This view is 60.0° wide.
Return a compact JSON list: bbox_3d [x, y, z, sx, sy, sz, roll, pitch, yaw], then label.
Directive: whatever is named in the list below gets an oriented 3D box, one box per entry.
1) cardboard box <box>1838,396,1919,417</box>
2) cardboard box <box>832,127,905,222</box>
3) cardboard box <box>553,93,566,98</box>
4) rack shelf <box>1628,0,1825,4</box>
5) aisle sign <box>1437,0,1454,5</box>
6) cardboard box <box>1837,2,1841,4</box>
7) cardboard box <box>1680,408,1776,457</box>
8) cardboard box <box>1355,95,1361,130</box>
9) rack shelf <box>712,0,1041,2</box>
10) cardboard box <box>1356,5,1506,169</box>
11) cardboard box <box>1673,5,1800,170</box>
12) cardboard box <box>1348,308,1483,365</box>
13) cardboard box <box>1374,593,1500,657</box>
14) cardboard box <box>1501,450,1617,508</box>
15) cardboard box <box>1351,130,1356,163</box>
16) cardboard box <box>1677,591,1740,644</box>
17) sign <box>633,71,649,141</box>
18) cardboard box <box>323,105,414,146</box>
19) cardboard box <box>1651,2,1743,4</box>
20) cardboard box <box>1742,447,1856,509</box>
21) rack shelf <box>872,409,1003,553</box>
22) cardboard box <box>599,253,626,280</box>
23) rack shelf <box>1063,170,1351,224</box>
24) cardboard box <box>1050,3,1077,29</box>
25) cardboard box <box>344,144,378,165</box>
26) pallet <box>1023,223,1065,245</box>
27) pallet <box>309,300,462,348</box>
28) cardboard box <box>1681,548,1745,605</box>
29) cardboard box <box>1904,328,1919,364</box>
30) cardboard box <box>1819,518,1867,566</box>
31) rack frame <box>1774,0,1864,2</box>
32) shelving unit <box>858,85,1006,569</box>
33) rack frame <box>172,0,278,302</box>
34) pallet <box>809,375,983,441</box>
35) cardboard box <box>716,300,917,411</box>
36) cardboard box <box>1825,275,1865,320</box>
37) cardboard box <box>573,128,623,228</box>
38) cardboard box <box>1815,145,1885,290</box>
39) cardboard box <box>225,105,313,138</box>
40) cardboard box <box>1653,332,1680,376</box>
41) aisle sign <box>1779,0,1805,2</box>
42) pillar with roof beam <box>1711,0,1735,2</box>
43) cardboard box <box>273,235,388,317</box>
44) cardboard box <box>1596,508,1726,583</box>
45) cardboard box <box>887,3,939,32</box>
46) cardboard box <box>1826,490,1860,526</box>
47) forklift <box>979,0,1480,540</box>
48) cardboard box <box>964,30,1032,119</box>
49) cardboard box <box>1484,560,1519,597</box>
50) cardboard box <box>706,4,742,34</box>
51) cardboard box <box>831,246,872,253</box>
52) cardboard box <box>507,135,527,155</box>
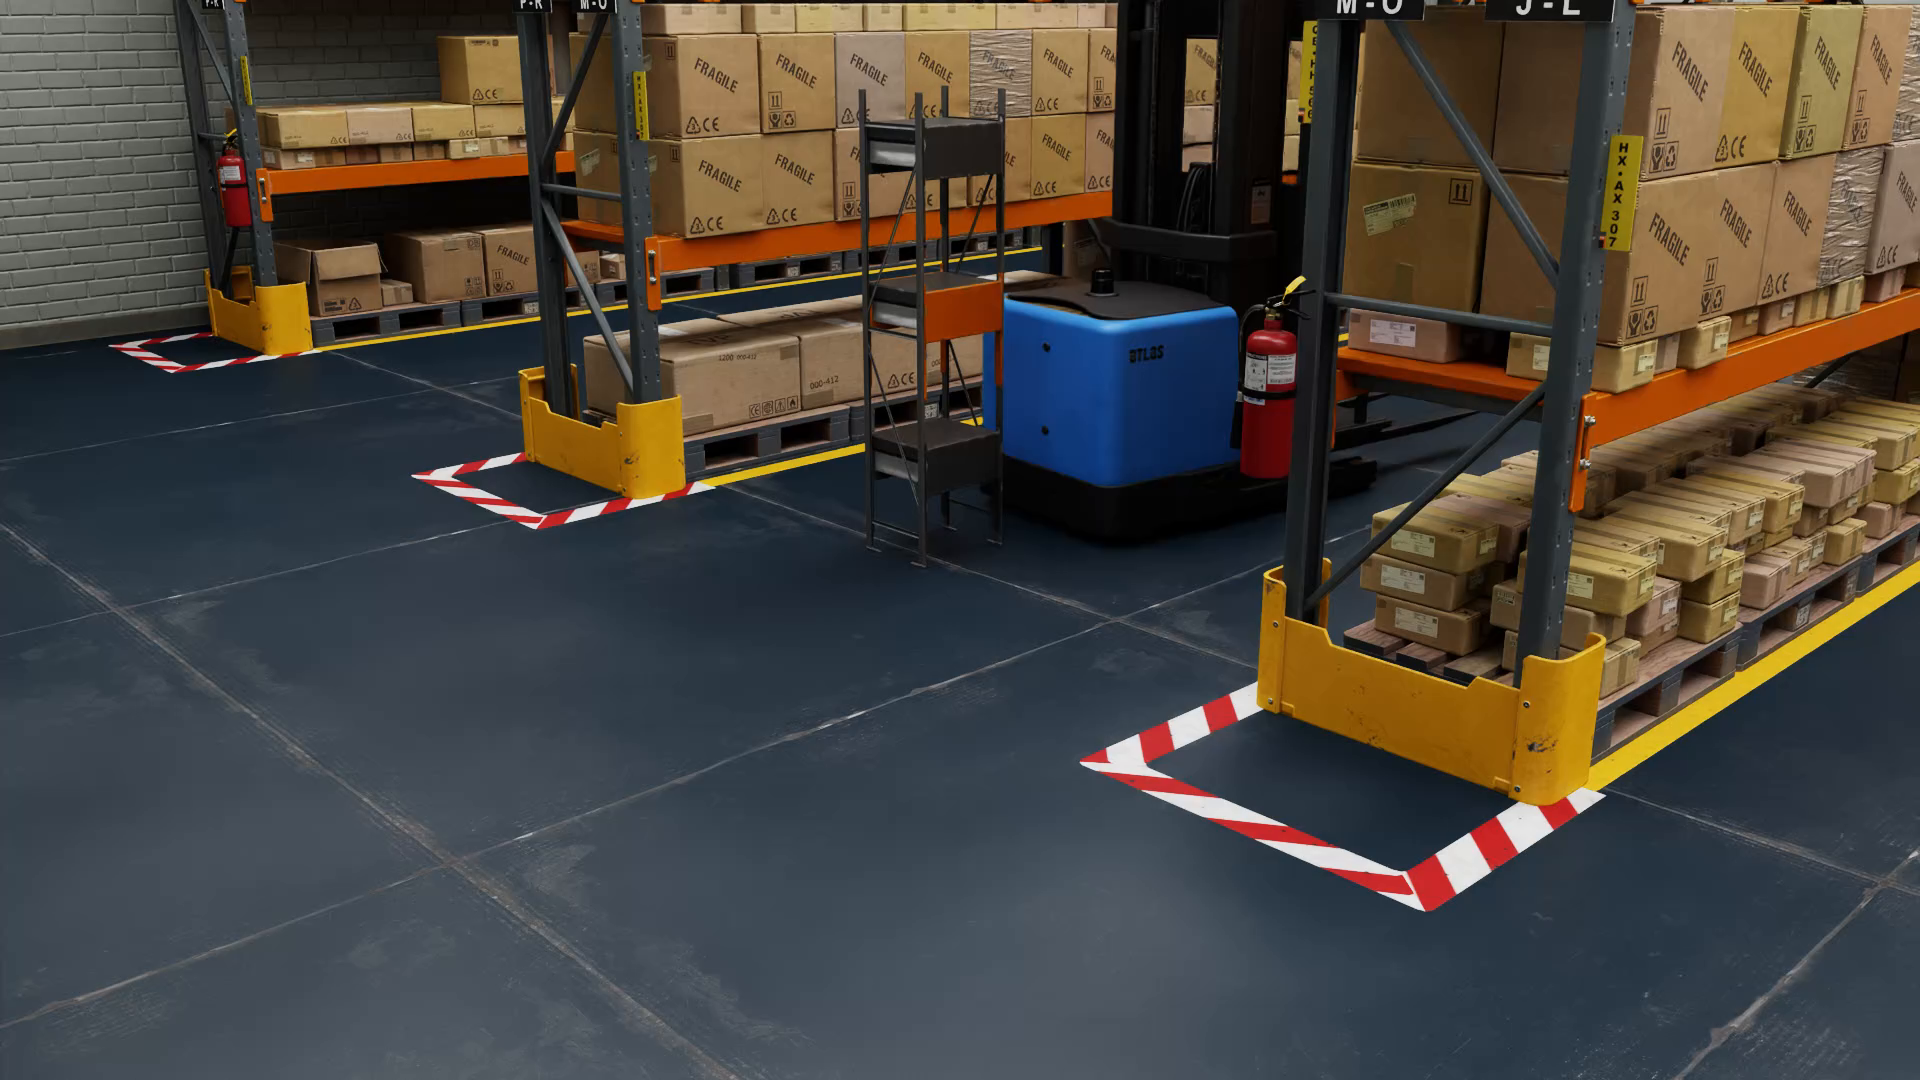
[{"bbox_3d":[4.362,-0.554,7.806,0.250,0.149,0.380,-15,23,-39],"label":"cardboard box"},{"bbox_3d":[-0.663,-2.103,9.446,0.500,0.500,0.500,-16,24,-41],"label":"cardboard box"},{"bbox_3d":[-3.350,-3.678,14.227,0.500,0.250,0.500,-17,24,-41],"label":"cardboard box"},{"bbox_3d":[2.989,-2.222,6.277,4.000,0.370,1.077,-16,24,-41],"label":"rack shelf"},{"bbox_3d":[6.523,-7.488,22.001,0.004,0.787,0.394,-16,24,-41],"label":"aisle sign"},{"bbox_3d":[9.093,-5.594,18.108,0.500,0.500,0.700,-16,24,-40],"label":"cardboard box"},{"bbox_3d":[3.485,-0.491,7.612,0.250,0.149,0.380,-17,25,-42],"label":"cardboard box"},{"bbox_3d":[2.969,-3.281,12.672,0.500,0.250,0.500,-17,25,-42],"label":"cardboard box"},{"bbox_3d":[-0.992,-5.269,15.675,4.000,0.370,1.077,-16,24,-41],"label":"rack shelf"},{"bbox_3d":[1.697,-1.531,5.577,0.500,0.500,0.500,-17,24,-42],"label":"cardboard box"},{"bbox_3d":[2.406,-1.522,5.550,0.500,0.500,0.500,-15,23,-39],"label":"cardboard box"},{"bbox_3d":[1.578,-0.726,5.768,0.250,0.149,0.380,-16,24,-41],"label":"cardboard box"},{"bbox_3d":[1.775,0.285,6.184,0.250,0.149,0.380,-16,24,-40],"label":"cardboard box"},{"bbox_3d":[2.457,-0.243,6.847,0.250,0.149,0.380,-15,23,-39],"label":"cardboard box"},{"bbox_3d":[2.596,-2.930,12.403,0.500,0.250,0.500,-17,24,-42],"label":"cardboard box"},{"bbox_3d":[2.707,0.246,6.303,0.250,0.149,0.380,-16,24,-40],"label":"cardboard box"},{"bbox_3d":[-1.562,-2.125,8.143,0.005,0.325,0.100,-16,24,-41],"label":"sign"},{"bbox_3d":[-4.471,-3.126,12.522,0.500,0.250,0.500,-16,24,-40],"label":"cardboard box"},{"bbox_3d":[7.249,-5.053,16.441,0.500,0.500,0.700,-17,24,-41],"label":"cardboard box"},{"bbox_3d":[3.465,-0.261,6.903,0.380,0.149,0.250,17,24,42],"label":"cardboard box"},{"bbox_3d":[-0.120,-0.285,7.773,0.480,0.518,0.431,-16,24,-41],"label":"rack shelf"},{"bbox_3d":[-2.908,-2.400,14.276,0.258,0.266,0.396,-15,23,-39],"label":"cardboard box"},{"bbox_3d":[2.421,-2.730,12.709,4.000,0.370,1.077,-16,24,-41],"label":"rack shelf"},{"bbox_3d":[0.508,-3.262,10.346,0.250,0.149,0.380,-16,24,-41],"label":"cardboard box"},{"bbox_3d":[-4.605,-2.929,12.563,0.250,0.149,0.380,-17,24,-42],"label":"cardboard box"},{"bbox_3d":[1.086,-3.447,18.275,1.213,0.211,1.003,-16,24,-41],"label":"pallet"},{"bbox_3d":[-4.718,-1.771,13.106,1.213,0.211,1.003,-16,24,-41],"label":"pallet"},{"bbox_3d":[2.708,0.101,6.269,0.250,0.149,0.380,-15,23,-39],"label":"cardboard box"},{"bbox_3d":[5.160,-1.026,8.441,0.500,0.250,0.500,17,24,41],"label":"cardboard box"},{"bbox_3d":[3.639,-0.026,7.142,0.250,0.149,0.380,-16,24,-41],"label":"cardboard box"},{"bbox_3d":[9.687,-5.192,19.133,0.127,3.000,1.000,-16,24,-41],"label":"rack frame"},{"bbox_3d":[-0.120,-0.964,7.553,0.503,2.100,0.431,-16,24,-41],"label":"shelving unit"},{"bbox_3d":[-5.352,-2.913,12.105,0.127,3.000,1.000,-16,24,-41],"label":"rack frame"},{"bbox_3d":[-0.526,-0.919,10.477,1.213,0.211,1.003,-16,24,-41],"label":"pallet"},{"bbox_3d":[-0.869,-1.140,10.111,0.875,0.438,0.875,-15,24,-39],"label":"cardboard box"},{"bbox_3d":[3.309,-0.981,6.554,0.250,0.149,0.380,-16,24,-40],"label":"cardboard box"},{"bbox_3d":[-1.770,-2.010,9.159,0.500,0.500,0.500,-16,24,-41],"label":"cardboard box"},{"bbox_3d":[3.154,-1.265,6.378,0.500,0.500,0.500,-17,25,-42],"label":"cardboard box"},{"bbox_3d":[-5.200,-3.140,12.566,0.500,0.250,0.500,-15,23,-39],"label":"cardboard box"},{"bbox_3d":[2.153,-0.652,5.540,0.250,0.149,0.380,-15,23,-39],"label":"cardboard box"},{"bbox_3d":[9.519,-6.511,18.987,0.004,0.787,0.394,-16,24,-41],"label":"aisle sign"},{"bbox_3d":[16.826,-10.789,26.672,0.400,9.000,9.100,-16,24,-41],"label":"pillar with roof beam"},{"bbox_3d":[-4.842,-2.033,12.759,0.797,0.503,0.637,17,24,42],"label":"cardboard box"},{"bbox_3d":[2.538,0.015,6.051,0.250,0.149,0.380,-16,24,-41],"label":"cardboard box"},{"bbox_3d":[-0.335,-2.965,9.432,0.250,0.149,0.380,-17,25,-42],"label":"cardboard box"},{"bbox_3d":[3.639,-0.198,7.190,0.250,0.149,0.380,-16,24,-40],"label":"cardboard box"},{"bbox_3d":[1.586,-1.737,8.590,3.031,2.935,1.130,-13,22,-34],"label":"forklift"},{"bbox_3d":[0.077,-2.794,9.957,0.500,0.500,0.500,-16,24,-40],"label":"cardboard box"},{"bbox_3d":[1.950,0.082,6.326,0.250,0.149,0.380,-17,25,-42],"label":"cardboard box"},{"bbox_3d":[-1.349,-2.718,8.668,0.250,0.149,0.380,-16,24,-40],"label":"cardboard box"},{"bbox_3d":[-1.194,-3.043,15.879,0.500,0.500,0.500,17,25,42],"label":"cardboard box"},{"bbox_3d":[-3.637,-3.194,13.379,0.250,0.149,0.380,-16,24,-41],"label":"cardboard box"}]
